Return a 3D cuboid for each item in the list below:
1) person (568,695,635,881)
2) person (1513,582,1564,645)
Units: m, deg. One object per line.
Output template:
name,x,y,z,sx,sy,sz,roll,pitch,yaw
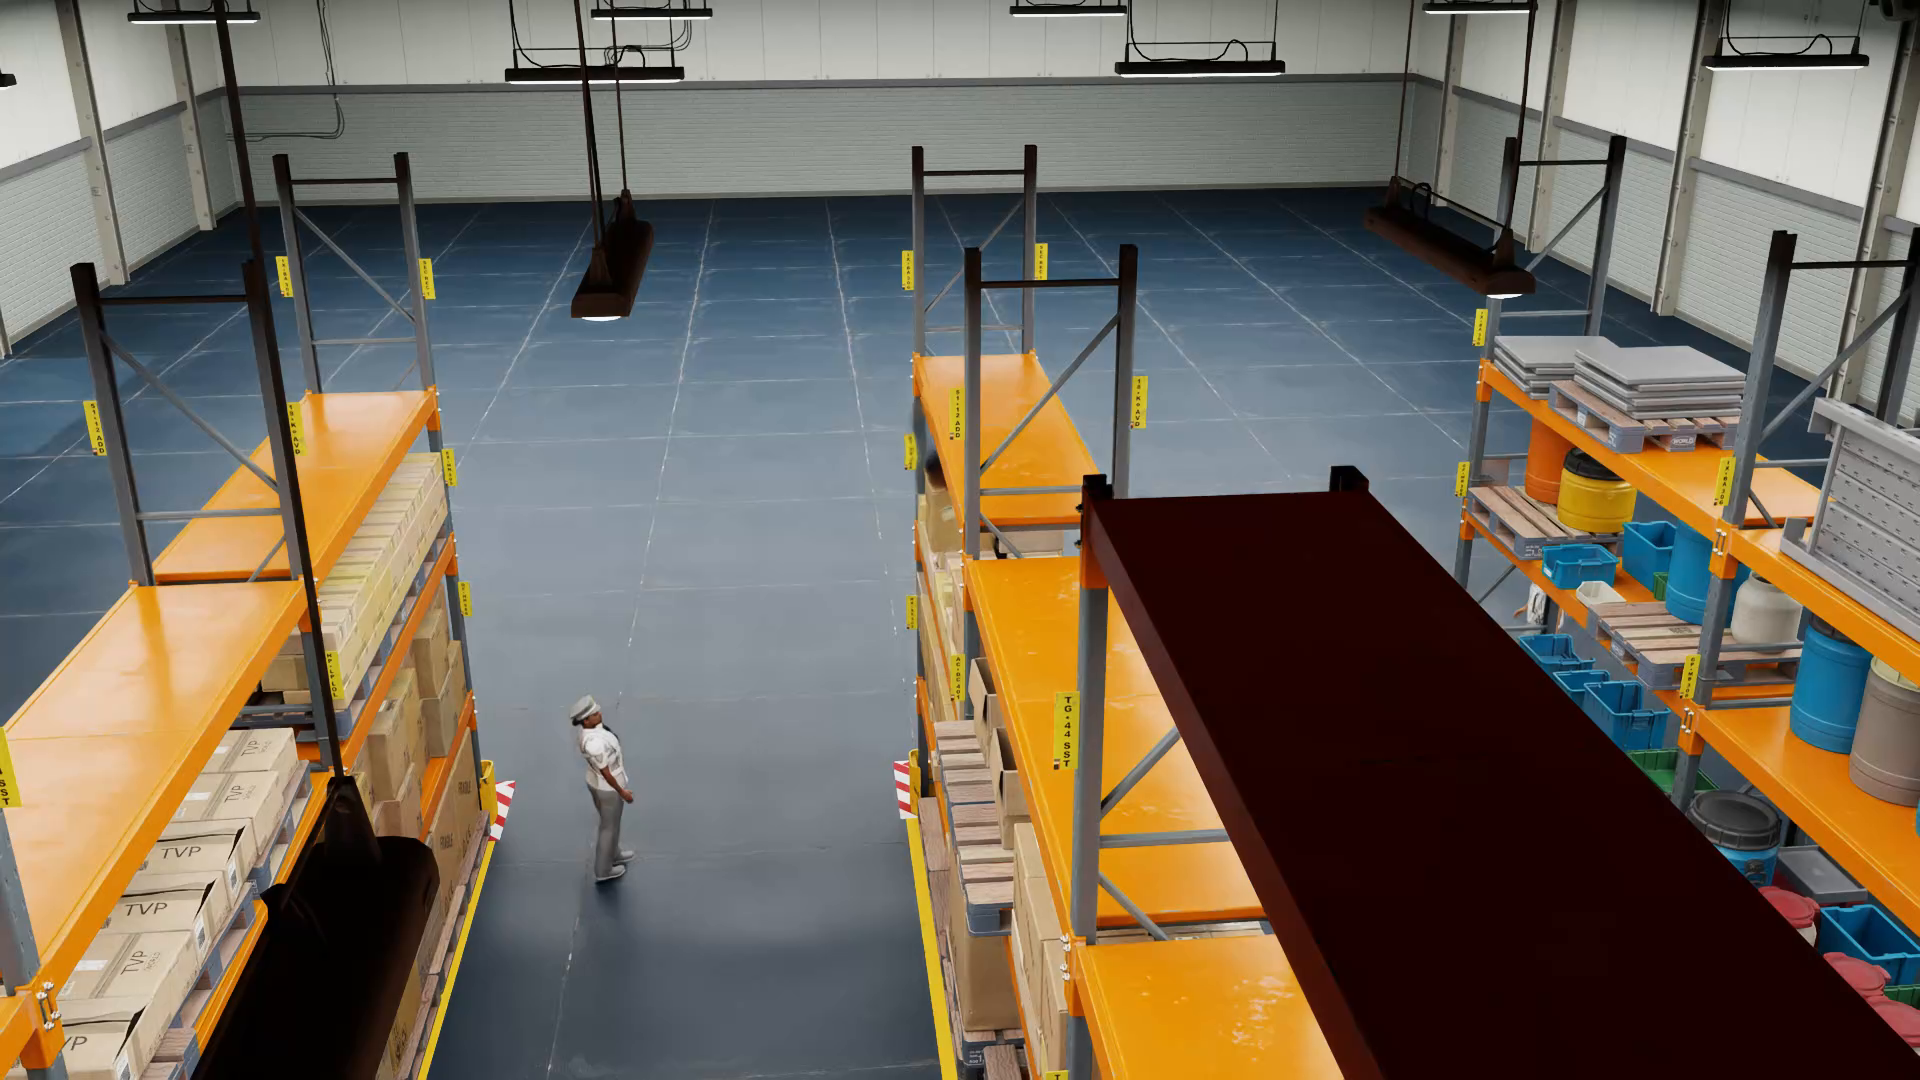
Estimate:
person,-3.001,2.088,14.128,0.520,1.693,0.477,-17,27,-37
person,6.079,0.862,17.305,0.629,1.644,0.568,8,23,20
